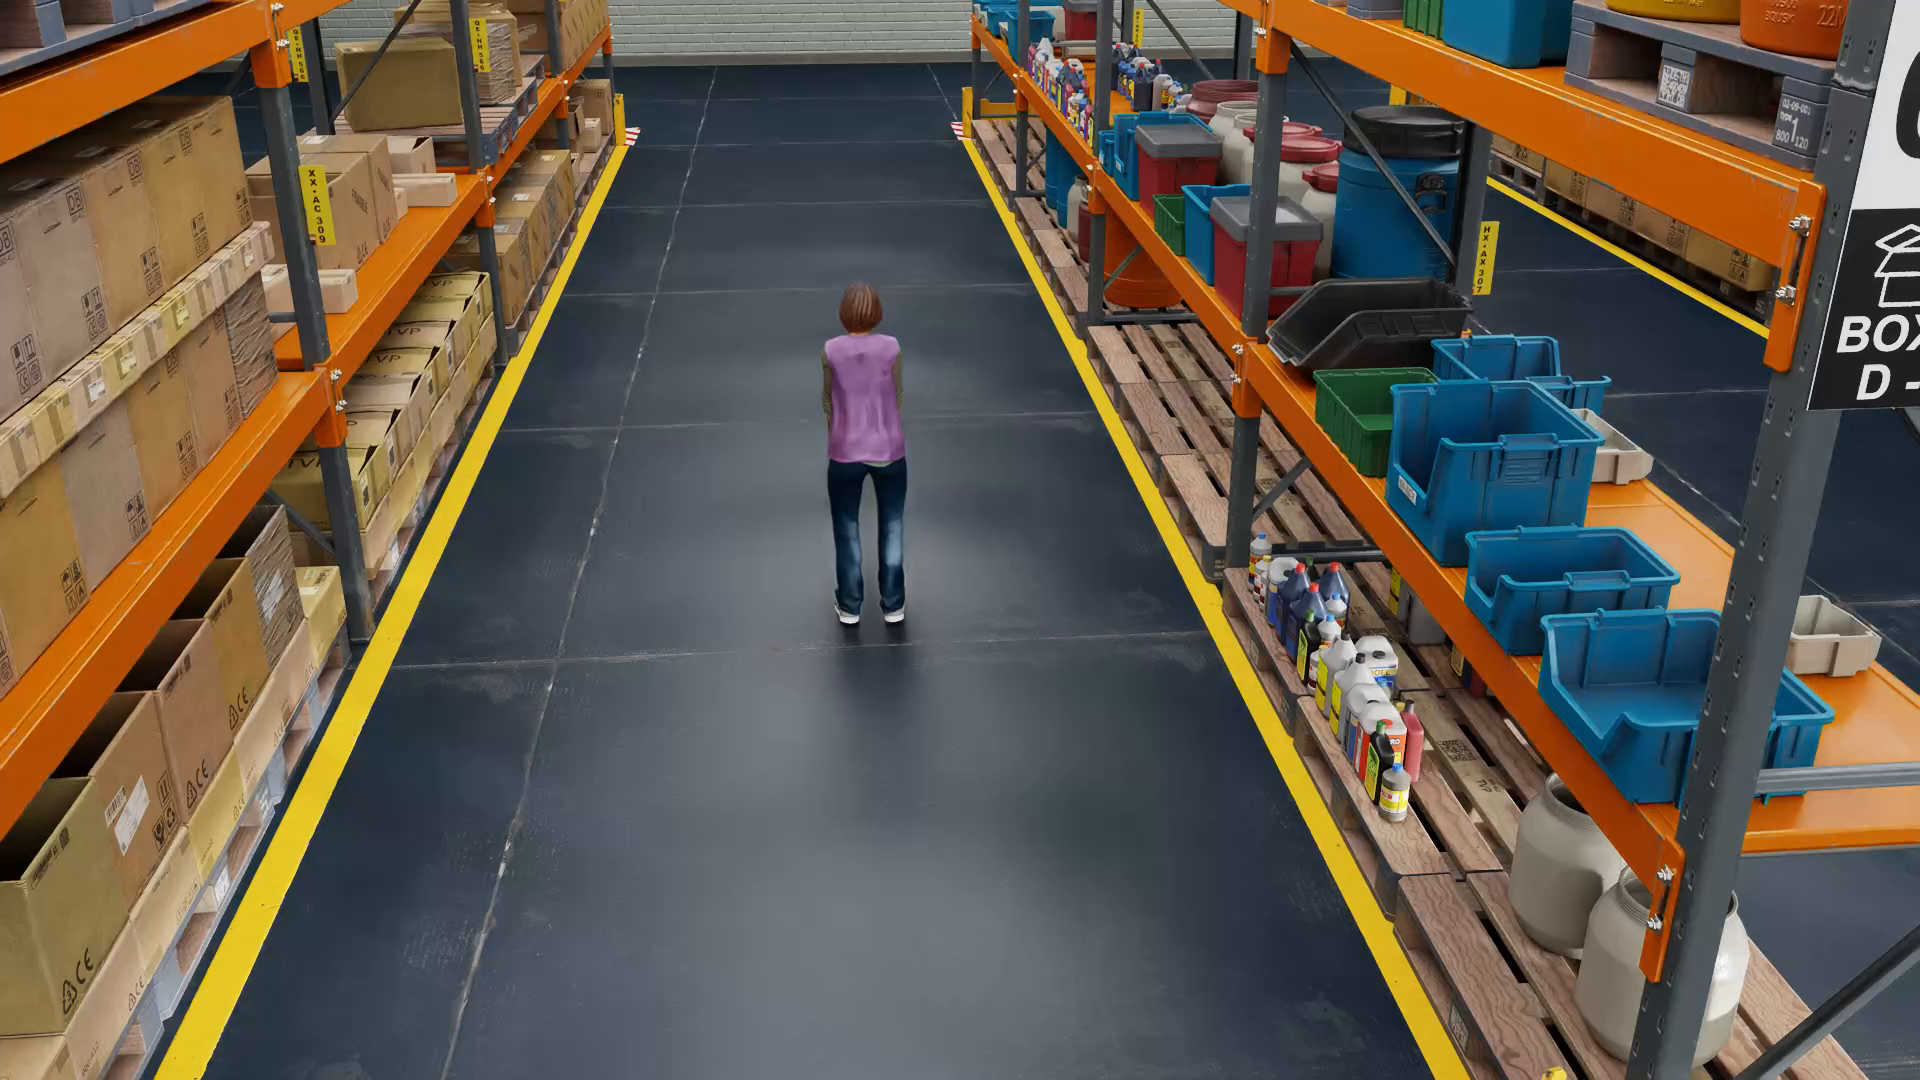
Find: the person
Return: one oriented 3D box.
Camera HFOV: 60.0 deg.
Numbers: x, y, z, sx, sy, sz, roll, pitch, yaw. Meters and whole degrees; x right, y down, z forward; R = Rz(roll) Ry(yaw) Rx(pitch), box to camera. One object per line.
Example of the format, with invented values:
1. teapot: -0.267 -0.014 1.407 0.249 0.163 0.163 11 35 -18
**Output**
1. person: -0.433 -0.404 7.526 0.375 1.598 0.508 -3 24 -6
